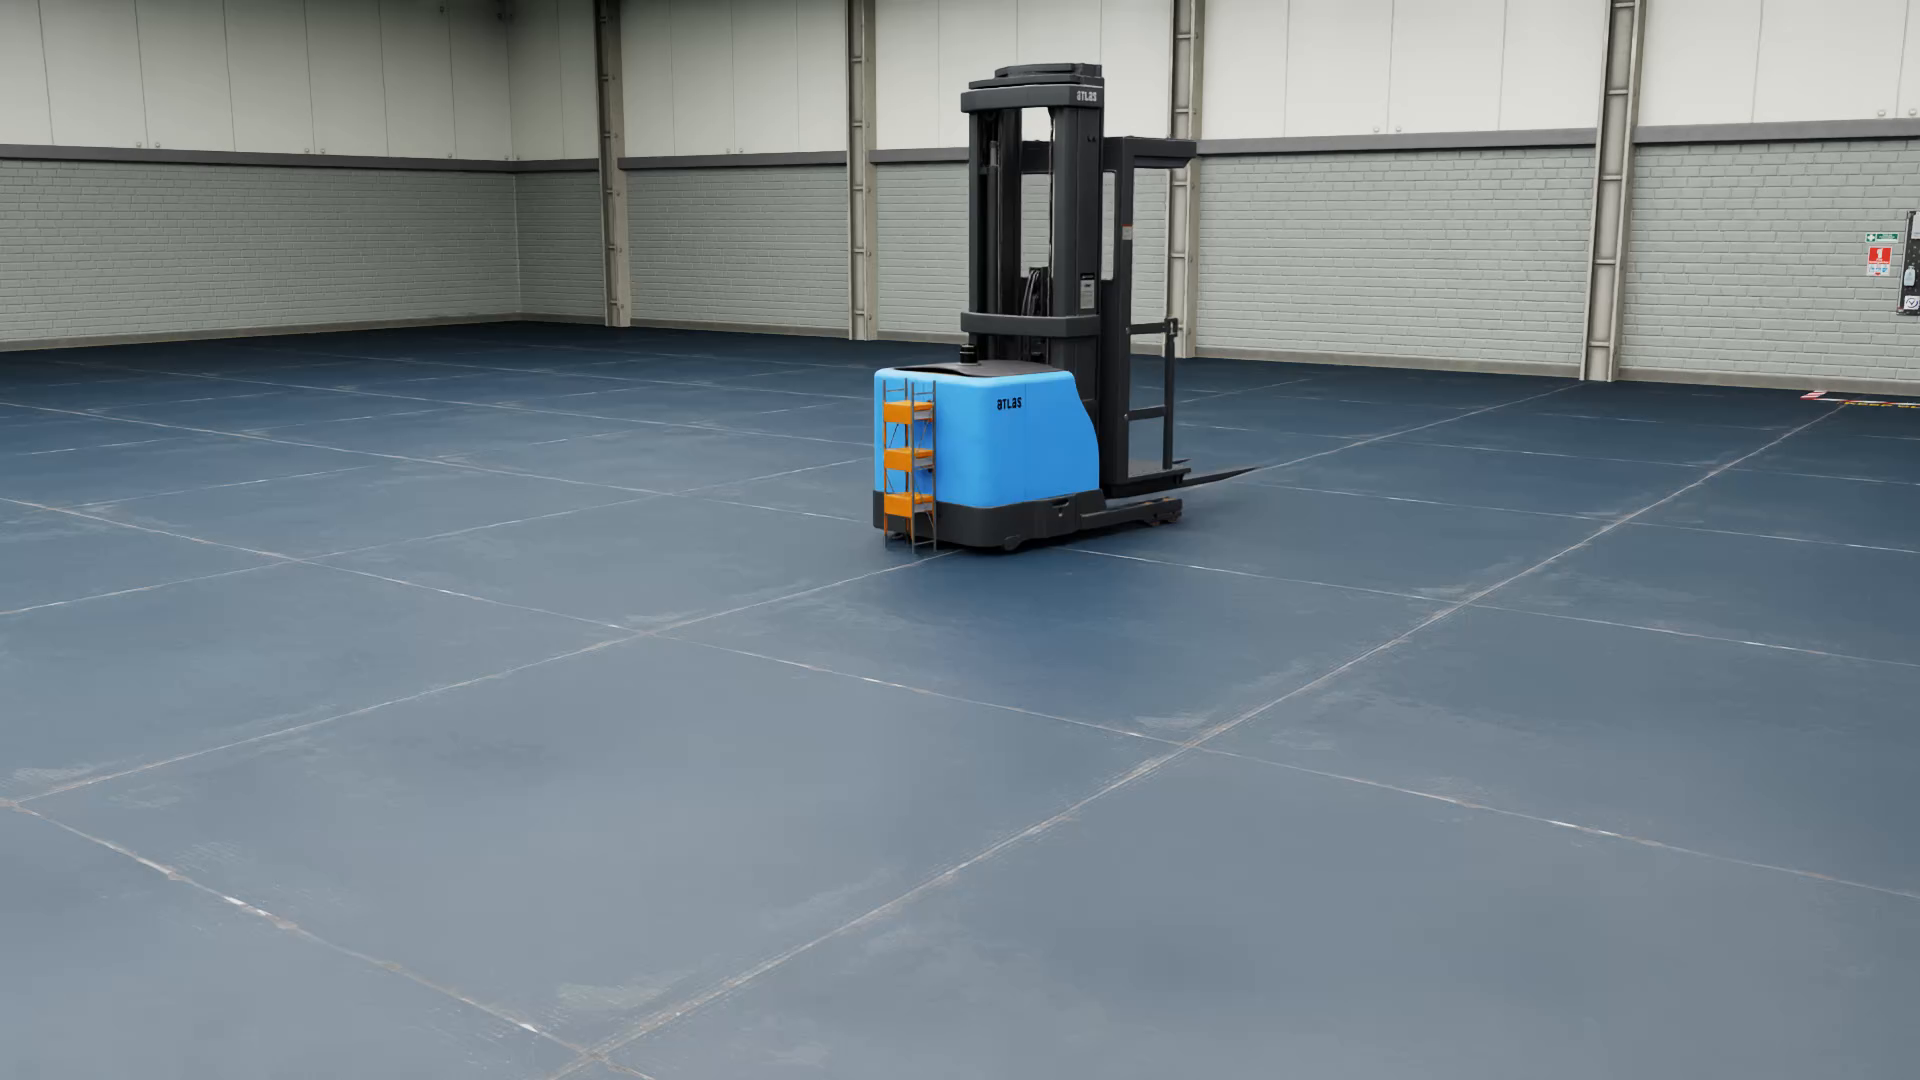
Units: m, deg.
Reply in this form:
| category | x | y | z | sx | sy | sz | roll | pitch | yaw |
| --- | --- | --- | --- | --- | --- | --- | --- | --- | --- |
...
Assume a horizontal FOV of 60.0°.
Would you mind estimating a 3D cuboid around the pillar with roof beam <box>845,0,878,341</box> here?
| category | x | y | z | sx | sy | sz | roll | pitch | yaw |
| --- | --- | --- | --- | --- | --- | --- | --- | --- | --- |
| pillar with roof beam | -4.166 | -7.127 | 23.678 | 0.400 | 9.000 | 9.100 | 8 | 13 | 36 |

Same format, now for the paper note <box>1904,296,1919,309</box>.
| category | x | y | z | sx | sy | sz | roll | pitch | yaw |
| --- | --- | --- | --- | --- | --- | --- | --- | --- | --- |
| paper note | 10.819 | -2.699 | 18.902 | 0.142 | 0.148 | 0.016 | 8 | 13 | 36 |

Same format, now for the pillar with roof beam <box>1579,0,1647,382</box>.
| category | x | y | z | sx | sy | sz | roll | pitch | yaw |
| --- | --- | --- | --- | --- | --- | --- | --- | --- | --- |
| pillar with roof beam | 5.506 | -5.778 | 16.705 | 0.400 | 9.000 | 9.100 | 8 | 13 | 36 |

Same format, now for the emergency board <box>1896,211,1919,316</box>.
| category | x | y | z | sx | sy | sz | roll | pitch | yaw |
| --- | --- | --- | --- | --- | --- | --- | --- | --- | --- |
| emergency board | 10.925 | -3.105 | 18.680 | 0.626 | 1.169 | 0.157 | 8 | 13 | 36 |

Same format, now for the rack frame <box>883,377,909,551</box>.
| category | x | y | z | sx | sy | sz | roll | pitch | yaw |
| --- | --- | --- | --- | --- | --- | --- | --- | --- | --- |
| rack frame | -0.391 | -0.460 | 10.146 | 0.008 | 1.050 | 0.200 | 11 | 15 | 43 |

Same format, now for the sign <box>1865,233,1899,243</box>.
| category | x | y | z | sx | sy | sz | roll | pitch | yaw |
| --- | --- | --- | --- | --- | --- | --- | --- | --- | --- |
| sign | 10.535 | -3.455 | 19.000 | 0.331 | 0.109 | 0.001 | 8 | 13 | 36 |

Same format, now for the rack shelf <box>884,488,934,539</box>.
| category | x | y | z | sx | sy | sz | roll | pitch | yaw |
| --- | --- | --- | --- | --- | --- | --- | --- | --- | --- |
| rack shelf | -0.304 | -0.161 | 10.117 | 0.240 | 0.259 | 0.215 | 11 | 15 | 43 |

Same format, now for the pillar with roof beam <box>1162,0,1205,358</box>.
| category | x | y | z | sx | sy | sz | roll | pitch | yaw |
| --- | --- | --- | --- | --- | --- | --- | --- | --- | --- |
| pillar with roof beam | 0.670 | -6.453 | 20.192 | 0.400 | 9.000 | 9.100 | 8 | 13 | 36 |

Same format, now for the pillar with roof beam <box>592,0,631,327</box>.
| category | x | y | z | sx | sy | sz | roll | pitch | yaw |
| --- | --- | --- | --- | --- | --- | --- | --- | --- | --- |
| pillar with roof beam | -9.002 | -7.802 | 27.165 | 0.400 | 9.000 | 9.100 | 8 | 13 | 36 |

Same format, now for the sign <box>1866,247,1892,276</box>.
| category | x | y | z | sx | sy | sz | roll | pitch | yaw |
| --- | --- | --- | --- | --- | --- | --- | --- | --- | --- |
| sign | 10.537 | -3.196 | 19.060 | 0.234 | 0.329 | 0.001 | 8 | 13 | 36 |

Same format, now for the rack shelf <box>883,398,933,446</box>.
| category | x | y | z | sx | sy | sz | roll | pitch | yaw |
| --- | --- | --- | --- | --- | --- | --- | --- | --- | --- |
| rack shelf | -0.304 | -0.712 | 10.010 | 0.240 | 0.259 | 0.215 | 11 | 15 | 43 |

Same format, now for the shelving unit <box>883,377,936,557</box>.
| category | x | y | z | sx | sy | sz | roll | pitch | yaw |
| --- | --- | --- | --- | --- | --- | --- | --- | --- | --- |
| shelving unit | -0.304 | -0.444 | 10.062 | 0.252 | 1.050 | 0.215 | 11 | 15 | 43 |

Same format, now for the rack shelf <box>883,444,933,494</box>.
| category | x | y | z | sx | sy | sz | roll | pitch | yaw |
| --- | --- | --- | --- | --- | --- | --- | --- | --- | --- |
| rack shelf | -0.304 | -0.434 | 10.064 | 0.240 | 0.259 | 0.215 | 11 | 15 | 43 |

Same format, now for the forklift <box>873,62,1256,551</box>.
| category | x | y | z | sx | sy | sz | roll | pitch | yaw |
| --- | --- | --- | --- | --- | --- | --- | --- | --- | --- |
| forklift | 0.846 | -1.589 | 11.025 | 3.031 | 2.935 | 1.130 | -11 | 15 | -44 |

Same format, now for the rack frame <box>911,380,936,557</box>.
| category | x | y | z | sx | sy | sz | roll | pitch | yaw |
| --- | --- | --- | --- | --- | --- | --- | --- | --- | --- |
| rack frame | -0.216 | -0.428 | 9.978 | 0.008 | 1.050 | 0.200 | 11 | 15 | 43 |
